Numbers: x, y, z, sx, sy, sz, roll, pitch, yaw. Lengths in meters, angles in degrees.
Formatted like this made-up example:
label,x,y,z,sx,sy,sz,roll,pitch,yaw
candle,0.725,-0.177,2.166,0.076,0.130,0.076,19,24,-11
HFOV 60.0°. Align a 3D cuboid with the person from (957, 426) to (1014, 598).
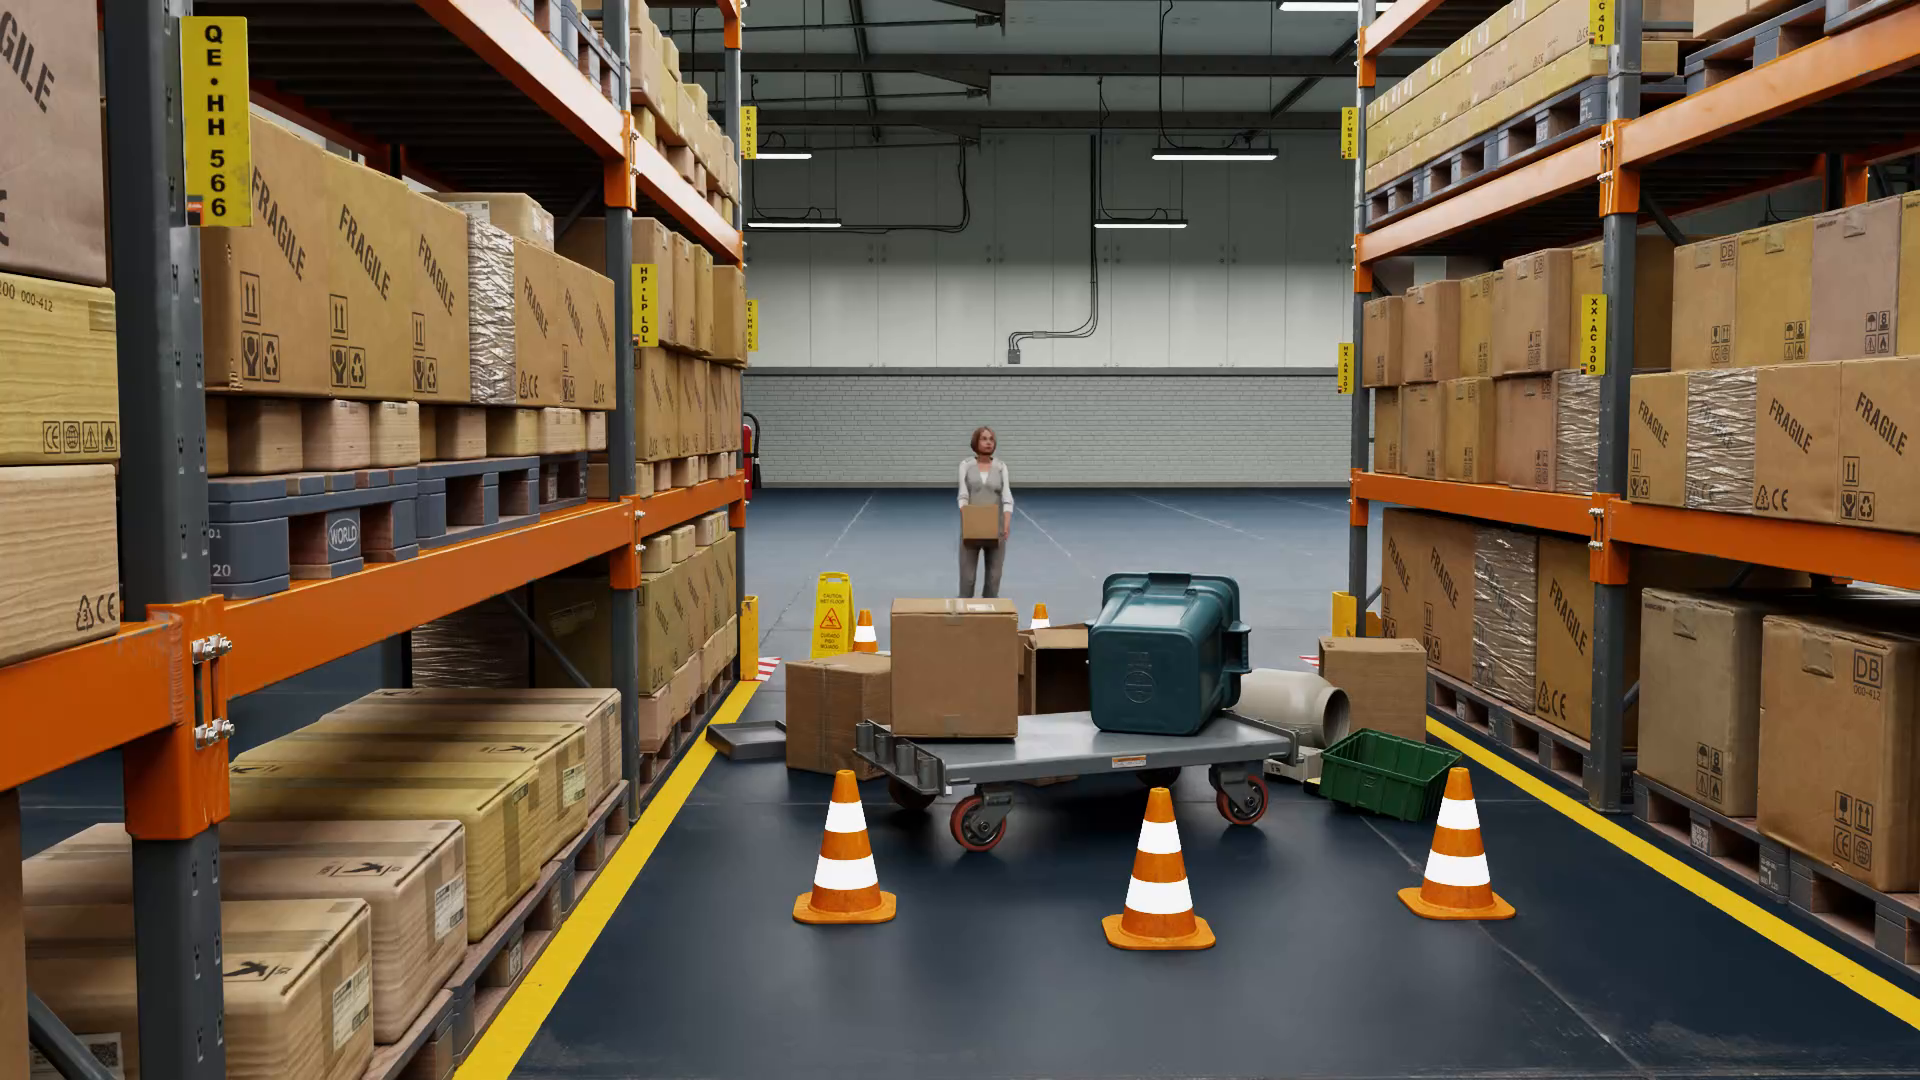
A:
label,x,y,z,sx,sy,sz,roll,pitch,yaw
person,0.170,-0.026,12.080,0.451,1.599,0.458,-1,4,-9
